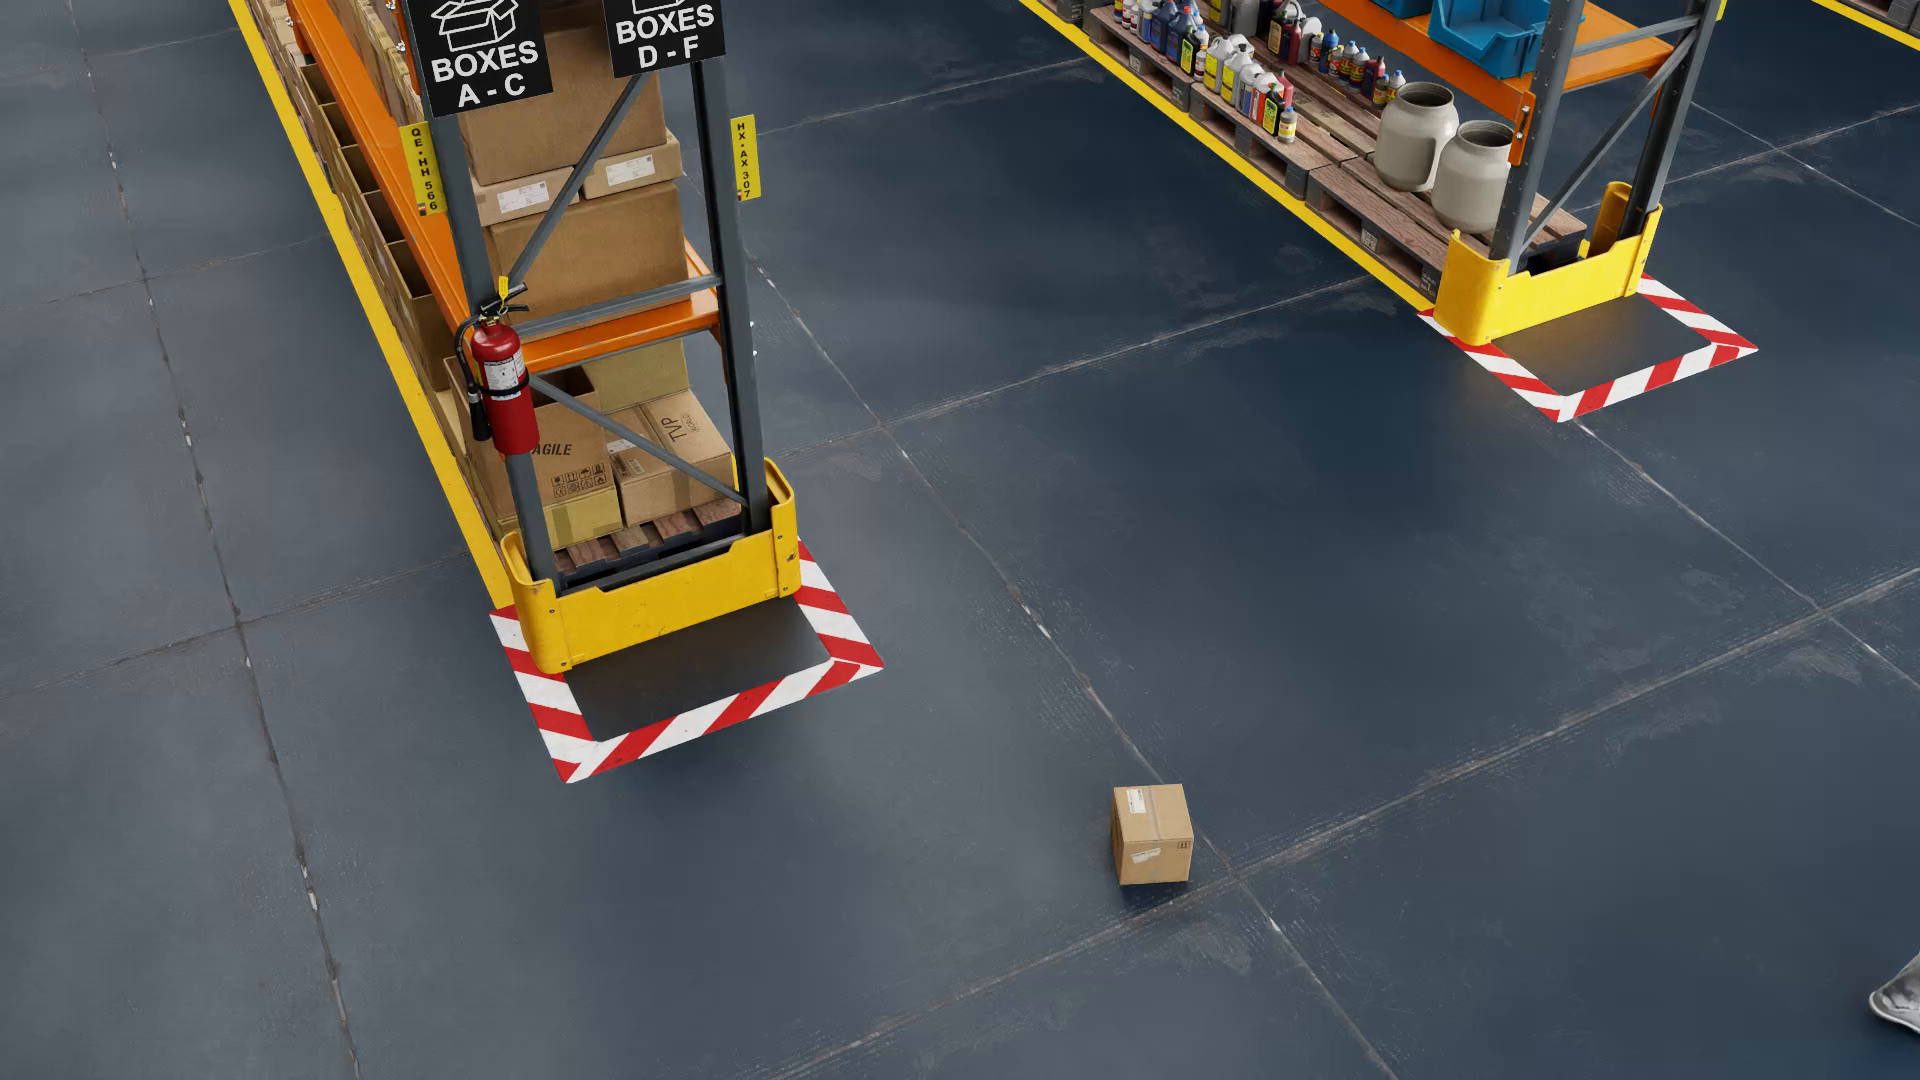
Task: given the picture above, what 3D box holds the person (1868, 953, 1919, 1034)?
[{"bbox_3d":[3.353,1.029,4.994,0.643,1.744,0.532,15,44,16],"label":"person"}]
